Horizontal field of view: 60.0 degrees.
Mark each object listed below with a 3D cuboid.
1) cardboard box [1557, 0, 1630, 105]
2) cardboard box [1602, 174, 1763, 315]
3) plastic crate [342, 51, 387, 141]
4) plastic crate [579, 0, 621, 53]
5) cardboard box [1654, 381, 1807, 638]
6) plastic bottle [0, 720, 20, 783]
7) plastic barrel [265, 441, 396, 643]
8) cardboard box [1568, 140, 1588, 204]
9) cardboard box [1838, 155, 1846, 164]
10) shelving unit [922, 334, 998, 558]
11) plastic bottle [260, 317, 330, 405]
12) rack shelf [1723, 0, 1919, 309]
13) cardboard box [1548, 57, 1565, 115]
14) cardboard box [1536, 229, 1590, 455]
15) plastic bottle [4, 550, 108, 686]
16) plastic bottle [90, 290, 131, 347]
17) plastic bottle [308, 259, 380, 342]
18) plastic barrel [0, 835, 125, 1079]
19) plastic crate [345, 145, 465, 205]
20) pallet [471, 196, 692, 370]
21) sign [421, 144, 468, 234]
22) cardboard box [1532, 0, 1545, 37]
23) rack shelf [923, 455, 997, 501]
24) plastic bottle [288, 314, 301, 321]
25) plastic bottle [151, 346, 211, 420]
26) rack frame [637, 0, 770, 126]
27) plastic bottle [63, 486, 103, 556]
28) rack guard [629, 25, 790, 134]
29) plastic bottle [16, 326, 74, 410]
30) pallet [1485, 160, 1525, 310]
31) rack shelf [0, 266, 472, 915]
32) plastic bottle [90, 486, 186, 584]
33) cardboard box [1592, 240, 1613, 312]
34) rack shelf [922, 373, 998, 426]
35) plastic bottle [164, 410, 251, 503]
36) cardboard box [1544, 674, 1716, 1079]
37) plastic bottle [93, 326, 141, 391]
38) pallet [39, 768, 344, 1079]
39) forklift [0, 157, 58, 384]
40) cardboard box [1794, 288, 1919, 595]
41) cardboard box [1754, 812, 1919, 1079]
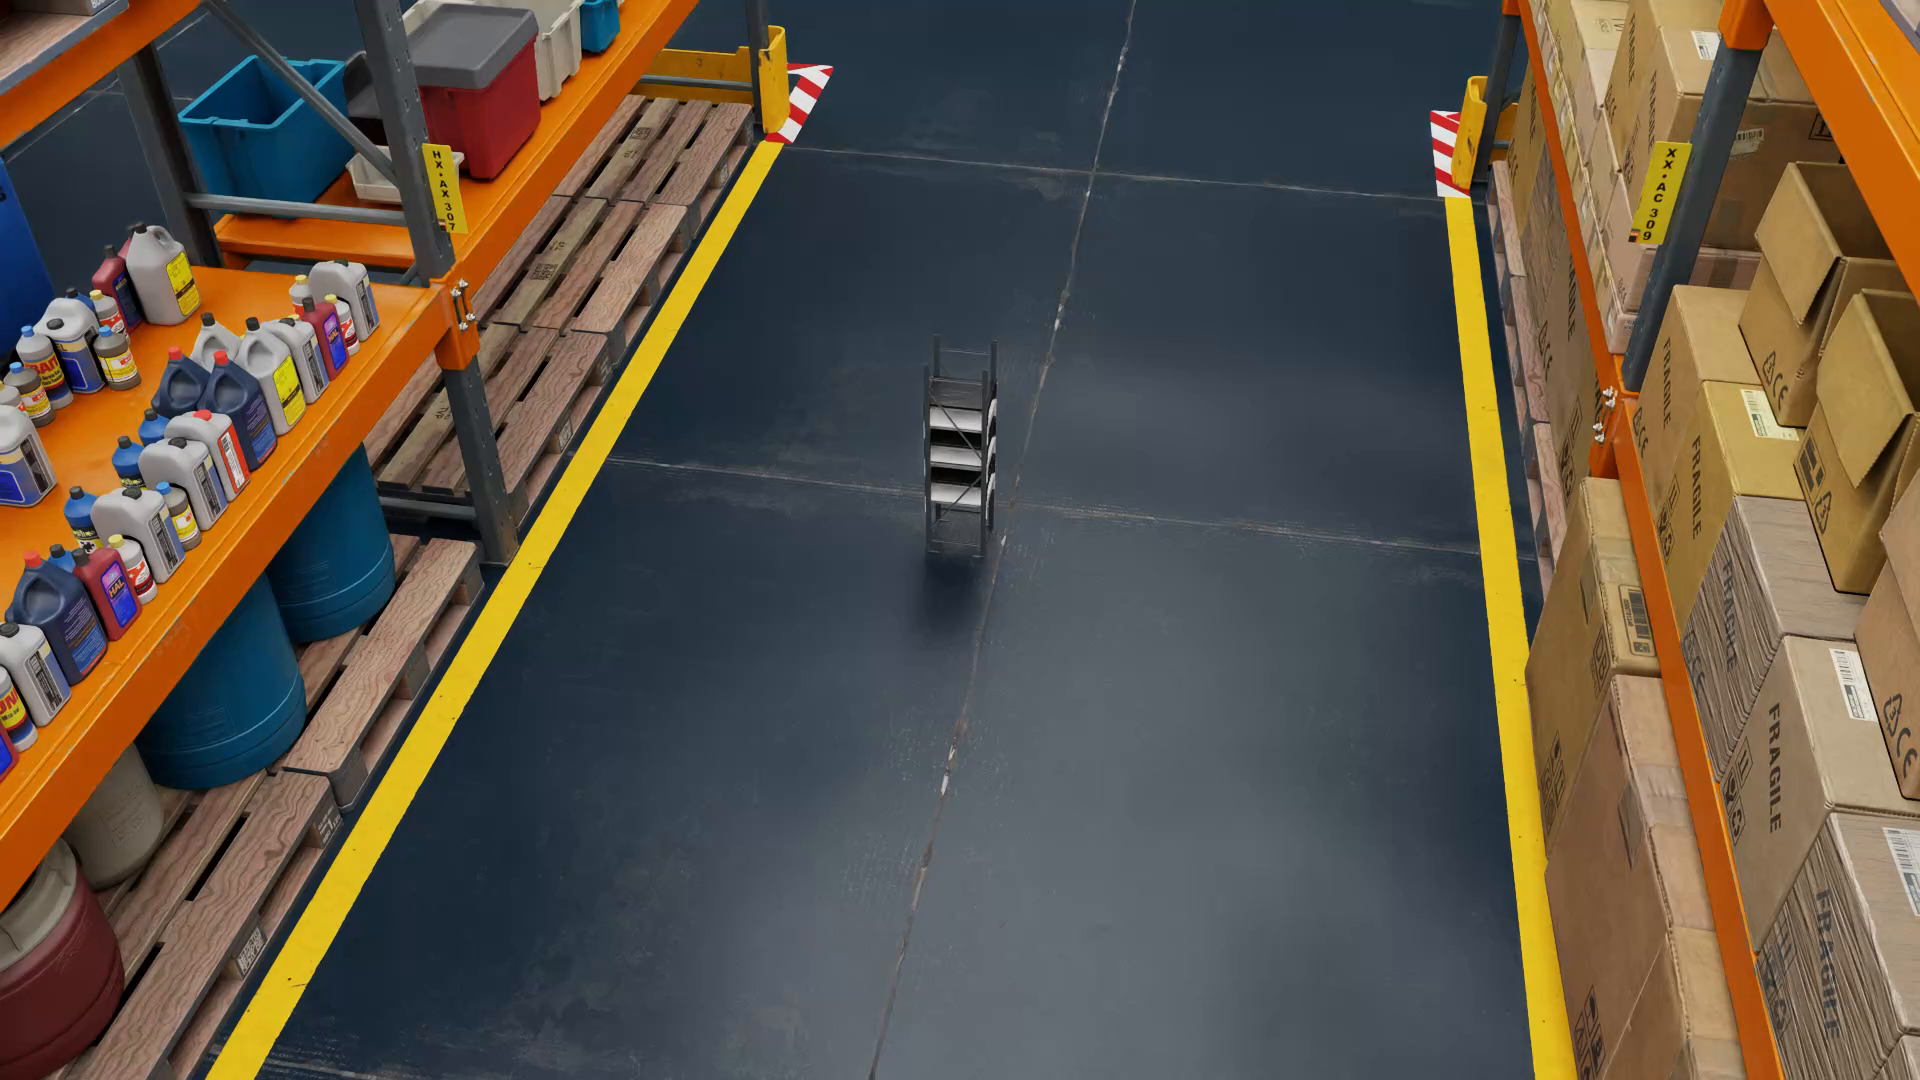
[{"bbox_3d":[2.685,-1.917,6.599,0.500,0.250,0.500,6,40,7],"label":"cardboard box"},{"bbox_3d":[2.418,-0.954,5.434,0.500,0.250,0.500,6,40,7],"label":"cardboard box"},{"bbox_3d":[-2.349,-1.787,6.726,0.437,0.125,0.590,6,40,8],"label":"plastic crate"},{"bbox_3d":[-1.688,-2.289,7.249,0.416,0.233,0.300,6,40,8],"label":"plastic crate"},{"bbox_3d":[2.189,-0.053,4.382,0.500,0.500,0.500,6,40,8],"label":"cardboard box"},{"bbox_3d":[-2.332,0.462,3.929,0.061,0.283,0.133,6,40,8],"label":"plastic bottle"},{"bbox_3d":[-2.389,-0.151,5.896,0.600,0.901,0.708,6,40,8],"label":"plastic barrel"},{"bbox_3d":[2.508,-1.368,6.248,0.380,0.149,0.250,7,40,9],"label":"cardboard box"},{"bbox_3d":[2.935,-1.210,5.155,0.500,0.500,0.500,6,40,8],"label":"cardboard box"},{"bbox_3d":[0.001,-0.352,6.469,0.258,0.900,0.210,6,40,8],"label":"shelving unit"},{"bbox_3d":[-2.091,-0.577,5.192,0.152,0.276,0.135,6,40,8],"label":"plastic bottle"},{"bbox_3d":[2.254,-0.215,2.867,1.077,0.370,4.000,6,40,8],"label":"rack shelf"},{"bbox_3d":[2.641,-1.853,6.834,0.380,0.149,0.250,5,40,7],"label":"cardboard box"},{"bbox_3d":[2.949,-0.905,6.828,0.875,0.875,0.875,6,40,8],"label":"cardboard box"},{"bbox_3d":[-2.305,0.186,4.210,0.144,0.351,0.185,6,40,8],"label":"plastic bottle"},{"bbox_3d":[-2.786,-0.720,5.422,0.097,0.201,0.097,0,40,0],"label":"plastic bottle"},{"bbox_3d":[-2.027,-0.807,5.469,0.152,0.276,0.135,6,40,8],"label":"plastic bottle"},{"bbox_3d":[-2.707,1.123,4.601,0.600,0.588,0.708,6,40,8],"label":"plastic barrel"},{"bbox_3d":[-2.056,-1.335,6.171,0.396,0.136,0.243,6,40,8],"label":"plastic crate"},{"bbox_3d":[-1.980,-1.296,8.152,1.003,0.211,1.213,6,40,8],"label":"pallet"},{"bbox_3d":[-1.736,-1.182,5.609,0.100,0.325,0.005,6,40,8],"label":"sign"},{"bbox_3d":[2.775,-2.333,7.415,0.380,0.149,0.250,6,40,7],"label":"cardboard box"},{"bbox_3d":[0.001,-0.257,6.548,0.258,0.077,0.200,6,40,8],"label":"rack shelf"},{"bbox_3d":[-2.104,-0.625,5.308,0.097,0.201,0.097,0,40,0],"label":"plastic bottle"},{"bbox_3d":[-2.288,-0.405,4.925,0.144,0.351,0.185,6,40,8],"label":"plastic bottle"},{"bbox_3d":[-1.585,-3.648,8.808,1.000,3.000,0.127,6,40,8],"label":"rack frame"},{"bbox_3d":[-2.367,-0.031,4.535,0.097,0.271,0.097,0,40,0],"label":"plastic bottle"},{"bbox_3d":[-1.594,-2.701,9.625,1.175,0.500,0.348,6,40,8],"label":"rack guard"},{"bbox_3d":[-2.843,-0.540,5.150,0.097,0.271,0.097,0,40,0],"label":"plastic bottle"},{"bbox_3d":[3.231,-1.517,8.419,1.003,0.211,1.213,6,40,8],"label":"pallet"},{"bbox_3d":[-2.624,0.395,4.483,1.077,0.370,4.000,6,40,8],"label":"rack shelf"},{"bbox_3d":[-2.241,-0.031,4.531,0.152,0.276,0.135,6,40,8],"label":"plastic bottle"},{"bbox_3d":[2.375,-0.884,5.662,0.380,0.149,0.250,7,40,9],"label":"cardboard box"},{"bbox_3d":[0.001,-0.534,6.319,0.258,0.077,0.200,6,40,8],"label":"rack shelf"},{"bbox_3d":[-2.178,-0.261,4.809,0.152,0.276,0.135,6,40,8],"label":"plastic bottle"},{"bbox_3d":[2.356,1.030,4.488,1.225,0.875,0.875,5,40,6],"label":"cardboard box"},{"bbox_3d":[-2.670,-0.581,5.254,0.097,0.201,0.097,0,40,0],"label":"plastic bottle"},{"bbox_3d":[-2.661,1.185,5.151,1.003,0.211,1.213,6,40,8],"label":"pallet"},{"bbox_3d":[-4.902,-1.123,5.808,1.130,2.935,3.031,9,40,10],"label":"forklift"},{"bbox_3d":[2.368,-0.185,3.754,0.797,0.503,0.637,7,40,8],"label":"cardboard box"},{"bbox_3d":[1.928,0.905,3.223,0.500,0.500,0.500,5,40,6],"label":"cardboard box"}]
